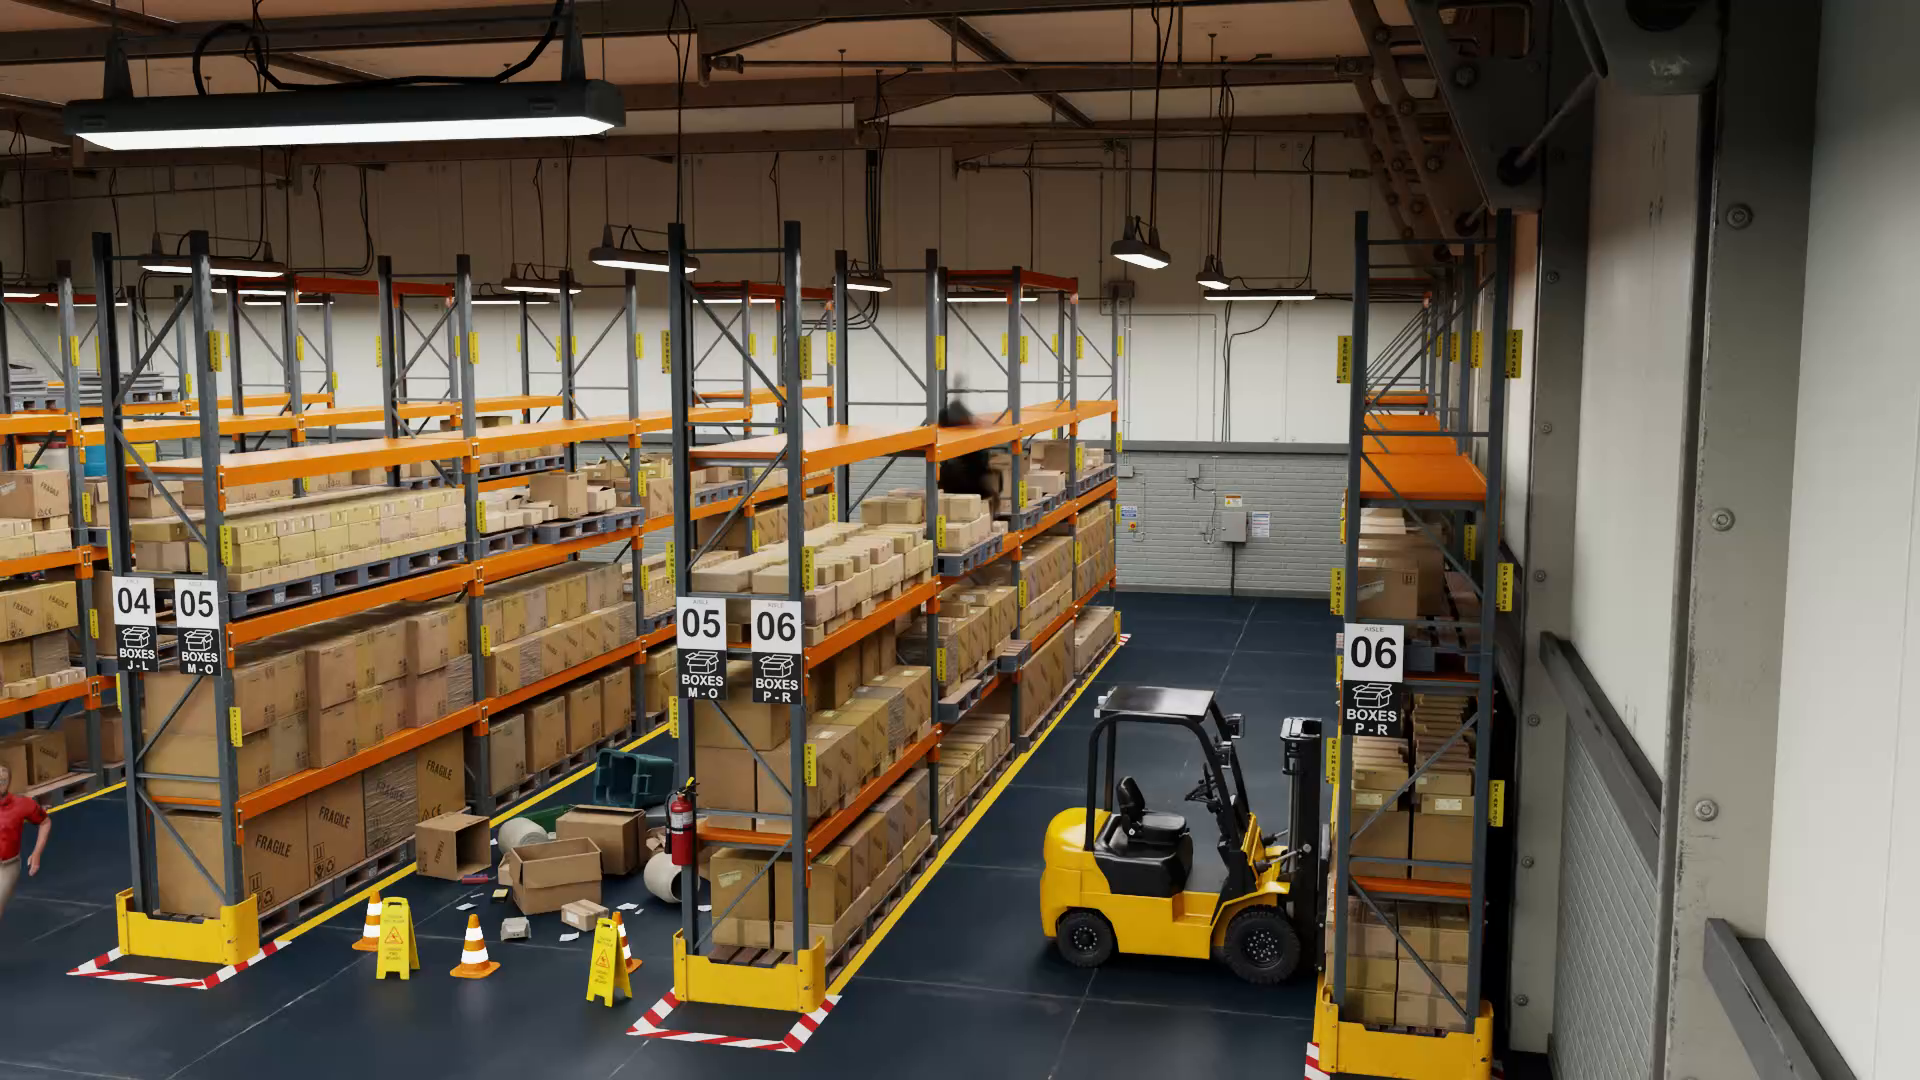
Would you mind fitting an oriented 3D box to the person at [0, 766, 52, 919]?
[{"bbox_3d":[-7.813,2.682,13.470,0.735,1.700,0.974,-1,7,-9],"label":"person"}]
